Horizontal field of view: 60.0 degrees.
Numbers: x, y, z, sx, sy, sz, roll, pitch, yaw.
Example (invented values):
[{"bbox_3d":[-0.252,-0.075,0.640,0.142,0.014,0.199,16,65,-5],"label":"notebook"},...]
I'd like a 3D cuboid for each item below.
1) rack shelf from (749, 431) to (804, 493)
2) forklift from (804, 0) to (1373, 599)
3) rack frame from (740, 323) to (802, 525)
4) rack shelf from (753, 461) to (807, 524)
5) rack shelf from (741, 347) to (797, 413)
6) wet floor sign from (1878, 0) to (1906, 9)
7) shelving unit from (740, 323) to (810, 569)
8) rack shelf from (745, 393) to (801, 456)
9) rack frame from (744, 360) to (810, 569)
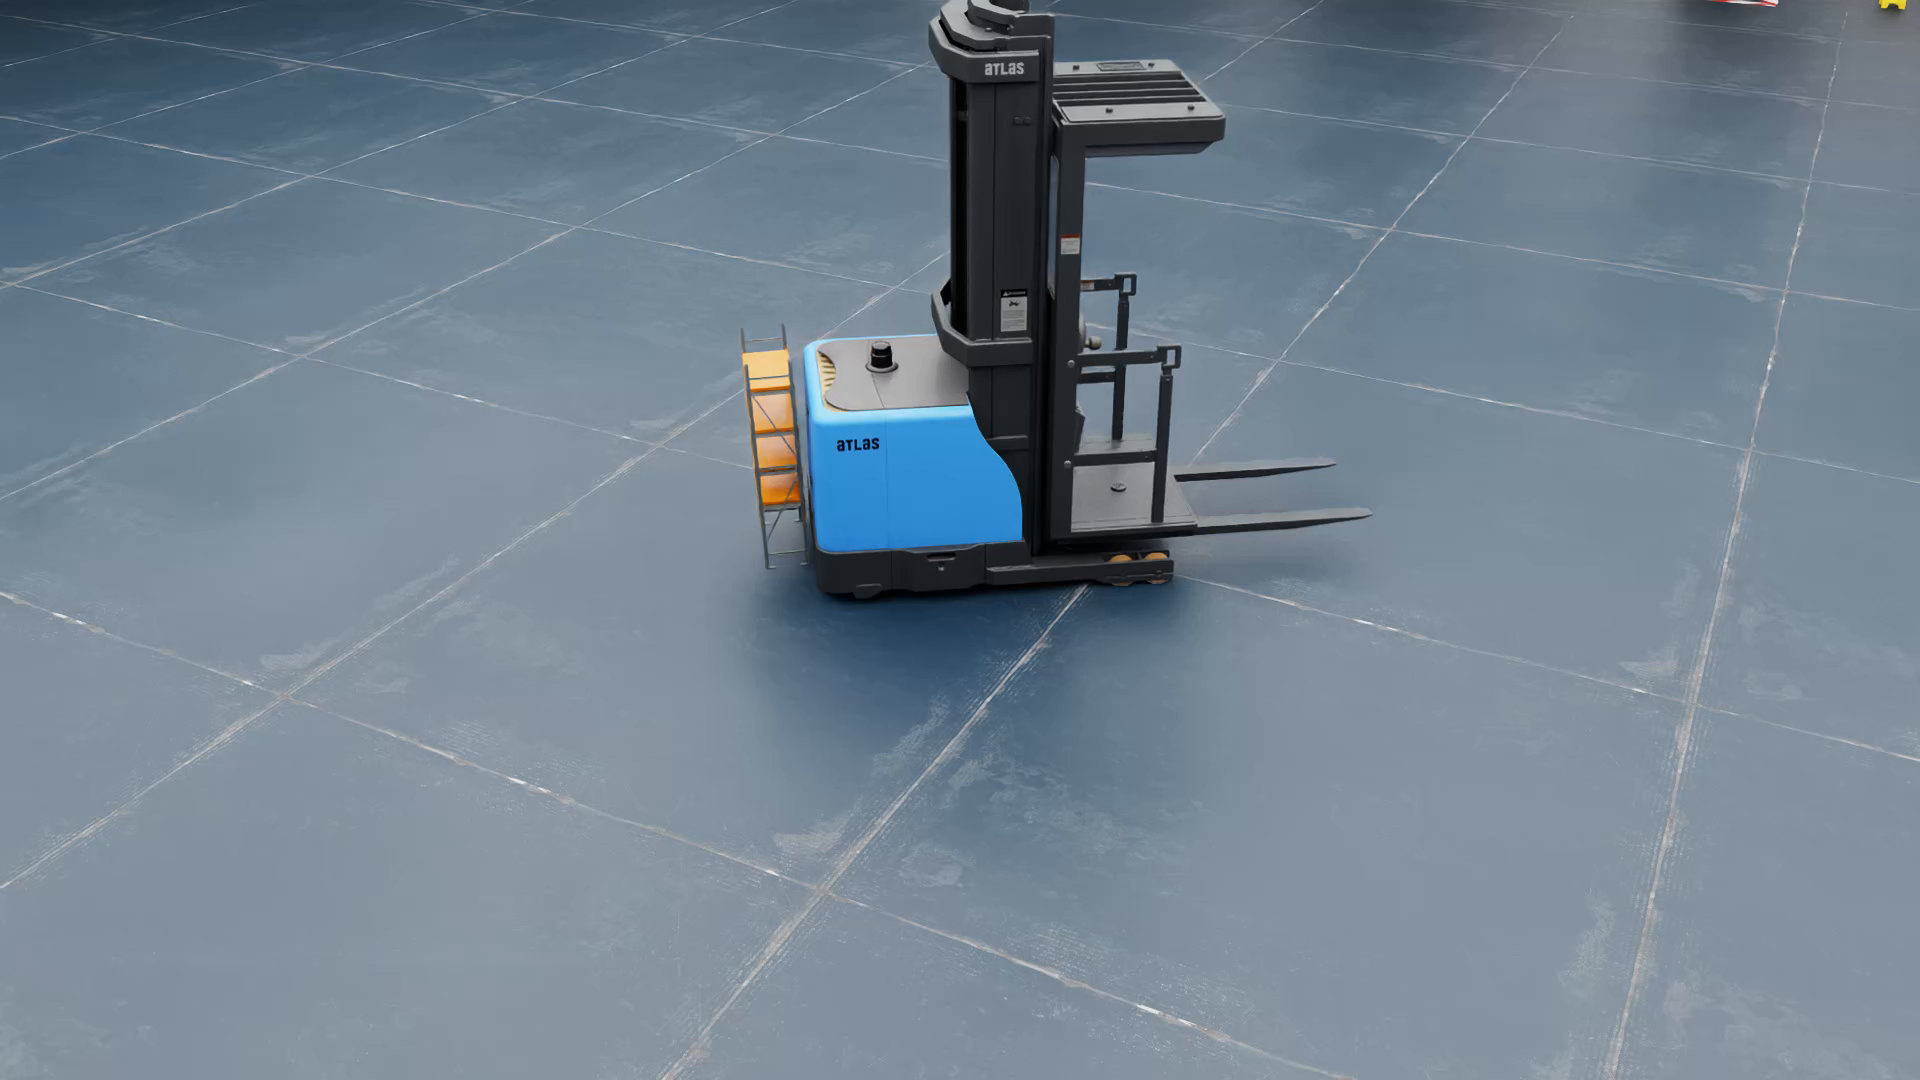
[{"bbox_3d":[-0.986,-0.439,8.936,0.258,0.148,0.480,-6,30,-7],"label":"rack shelf"},{"bbox_3d":[0.703,-1.282,8.539,3.031,2.935,1.130,-4,30,-7],"label":"forklift"},{"bbox_3d":[-1.027,-0.617,9.112,0.240,1.200,0.015,-6,30,-7],"label":"rack frame"},{"bbox_3d":[-0.980,-0.268,9.036,0.258,0.148,0.480,-6,30,-7],"label":"rack shelf"},{"bbox_3d":[-1.002,-0.837,8.705,0.258,0.148,0.480,-6,30,-7],"label":"rack shelf"},{"bbox_3d":[11.735,-7.003,20.796,0.267,0.644,0.232,9,31,15],"label":"wet floor sign"},{"bbox_3d":[-0.989,-0.498,8.903,0.258,1.200,0.503,-6,30,-7],"label":"shelving unit"},{"bbox_3d":[-0.994,-0.633,8.824,0.258,0.148,0.480,-6,30,-7],"label":"rack shelf"},{"bbox_3d":[-0.950,-0.378,8.694,0.240,1.200,0.015,-6,30,-7],"label":"rack frame"}]
